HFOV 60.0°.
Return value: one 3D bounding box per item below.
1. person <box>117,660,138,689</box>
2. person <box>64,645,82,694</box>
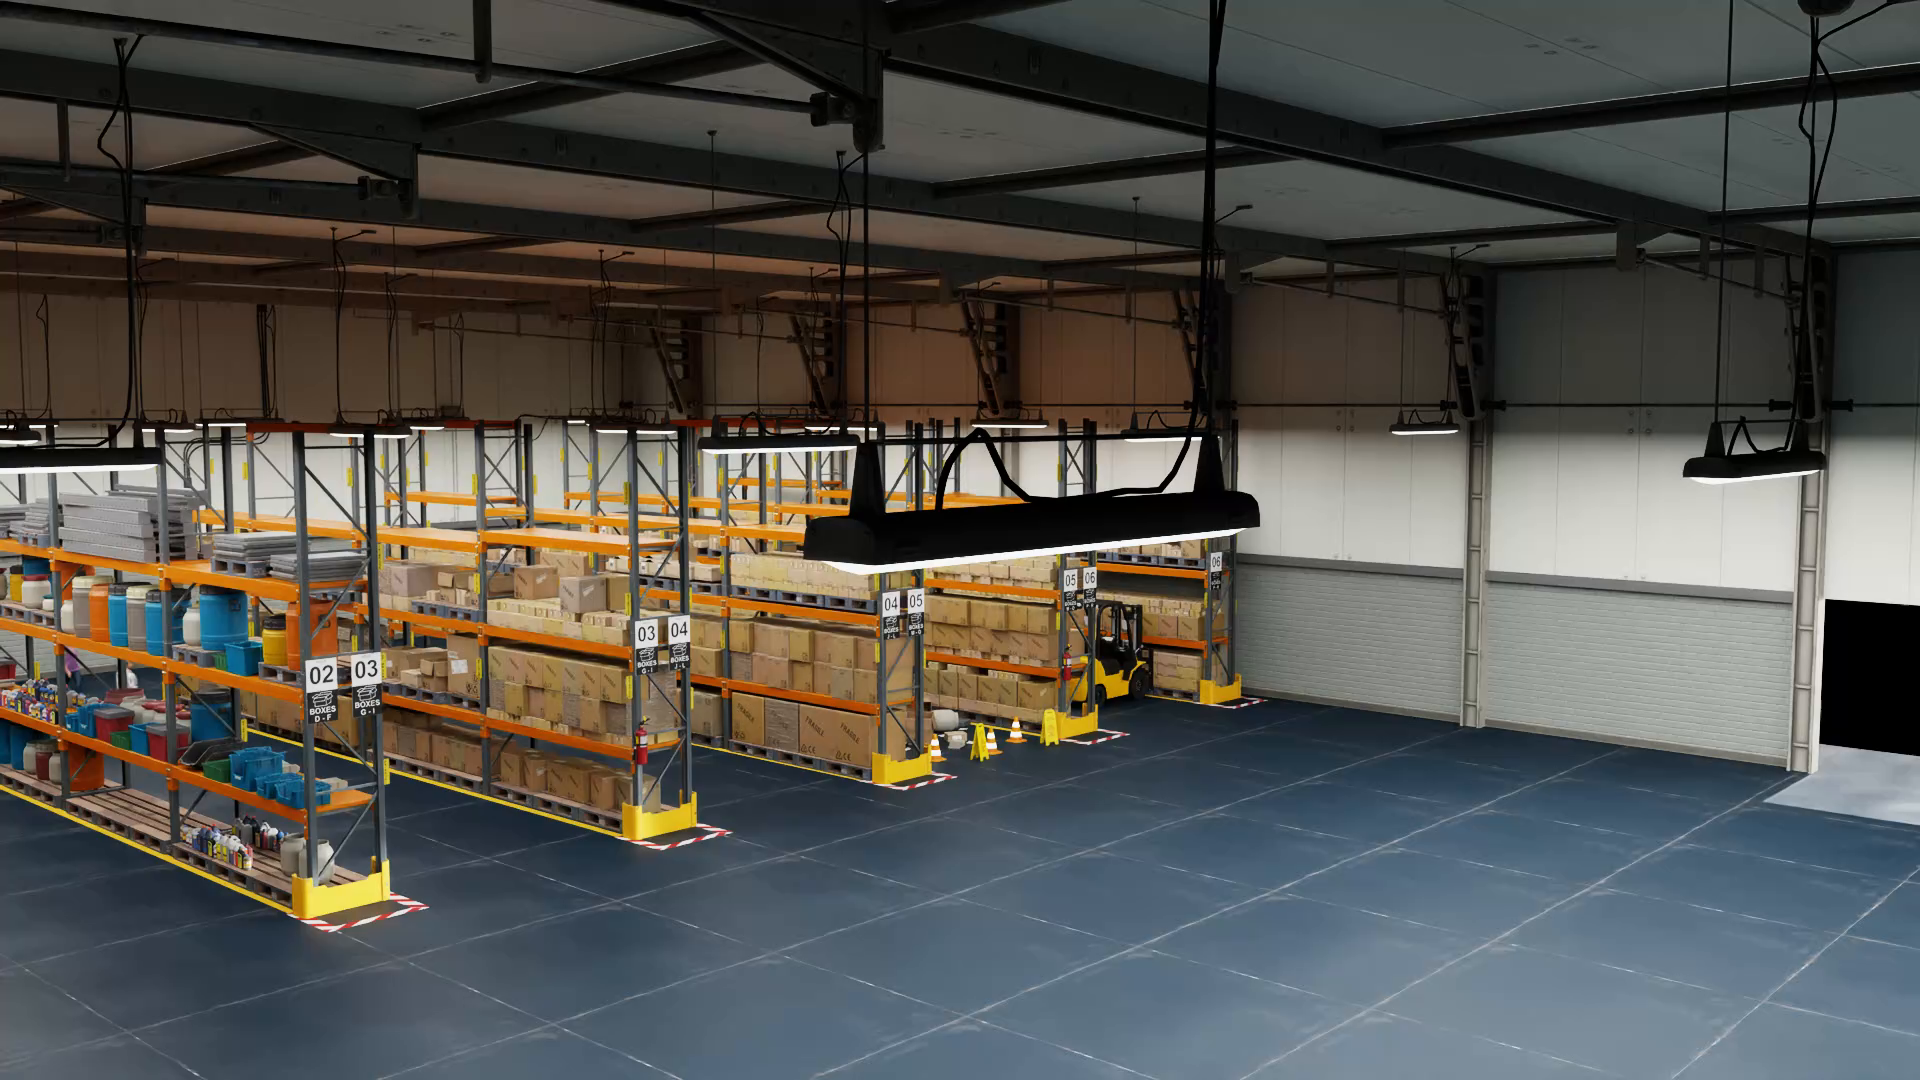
[{"bbox_3d":[-15.370,2.963,30.795,0.539,1.683,0.401,3,5,30],"label":"person"},{"bbox_3d":[-18.508,2.719,34.557,0.901,1.553,0.395,3,6,35],"label":"person"}]
